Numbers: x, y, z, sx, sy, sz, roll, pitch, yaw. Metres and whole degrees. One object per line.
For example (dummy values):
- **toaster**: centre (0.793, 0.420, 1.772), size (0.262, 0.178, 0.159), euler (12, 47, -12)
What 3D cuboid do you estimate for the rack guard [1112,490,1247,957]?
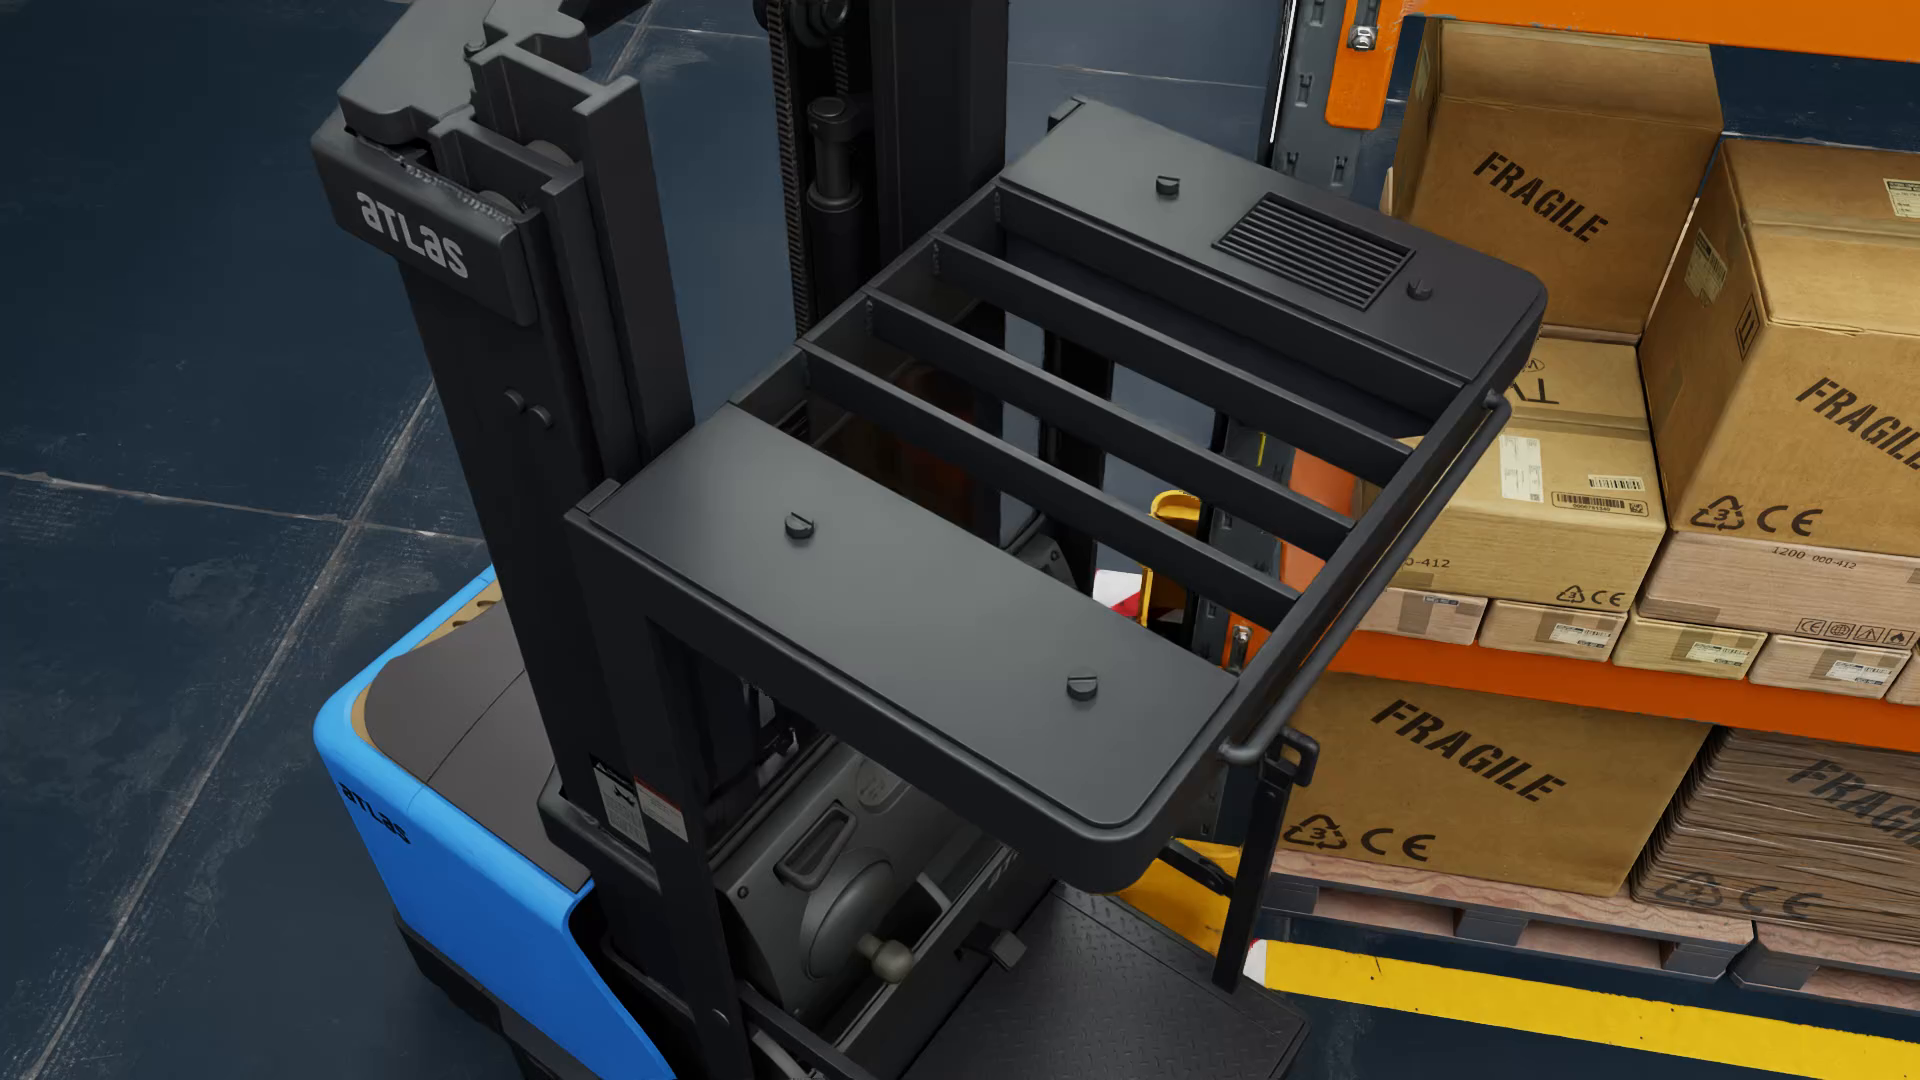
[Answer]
- **rack guard**: centre (0.616, 0.469, 4.492), size (0.348, 0.500, 1.175), euler (8, 49, 7)

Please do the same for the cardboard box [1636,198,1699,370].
- **cardboard box**: centre (1.663, -0.475, 3.561), size (0.500, 0.250, 0.500), euler (7, 48, 6)

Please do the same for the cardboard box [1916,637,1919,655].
- **cardboard box**: centre (2.071, -0.018, 3.150), size (0.500, 0.250, 0.500), euler (6, 48, 6)

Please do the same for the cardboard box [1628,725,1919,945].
- **cardboard box**: centre (2.180, 0.353, 4.062), size (0.875, 0.875, 0.875), euler (8, 49, 7)

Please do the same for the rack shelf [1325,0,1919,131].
- **rack shelf**: centre (2.608, -0.860, 2.474), size (4.000, 0.370, 1.077), euler (8, 49, 7)

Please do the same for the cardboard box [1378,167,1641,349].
- **cardboard box**: centre (1.164, -0.542, 3.622), size (0.500, 0.250, 0.500), euler (7, 48, 6)

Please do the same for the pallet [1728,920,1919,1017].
- **pallet**: centre (2.638, 0.781, 4.407), size (1.213, 0.211, 1.003), euler (8, 49, 7)

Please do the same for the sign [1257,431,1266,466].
- **sign**: centre (0.535, -0.273, 2.844), size (0.005, 0.325, 0.100), euler (8, 49, 7)

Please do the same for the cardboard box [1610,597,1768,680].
- **cardboard box**: centre (1.435, 0.076, 3.334), size (0.250, 0.149, 0.380), euler (7, 48, 6)

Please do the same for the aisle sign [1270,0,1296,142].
- **aisle sign**: centre (0.516, -1.022, 2.404), size (0.004, 0.787, 0.394), euler (8, 49, 7)

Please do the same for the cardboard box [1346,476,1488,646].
- **cardboard box**: centre (0.931, 0.010, 3.394), size (0.250, 0.149, 0.380), euler (8, 49, 7)

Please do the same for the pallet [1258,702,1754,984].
- **pallet**: centre (1.441, 0.618, 4.553), size (1.213, 0.211, 1.003), euler (8, 49, 7)

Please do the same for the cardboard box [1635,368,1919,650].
- **cardboard box**: centre (1.577, -0.087, 3.212), size (0.500, 0.250, 0.500), euler (7, 48, 6)

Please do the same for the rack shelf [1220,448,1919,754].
- **rack shelf**: centre (2.608, 0.142, 3.589), size (4.000, 0.370, 1.077), euler (8, 49, 7)

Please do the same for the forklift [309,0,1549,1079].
- **forklift**: centre (0.107, 0.467, 2.860), size (3.031, 2.935, 1.130), euler (29, 54, 23)

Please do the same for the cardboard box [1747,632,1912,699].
- **cardboard box**: centre (1.692, 0.110, 3.304), size (0.250, 0.149, 0.380), euler (7, 48, 6)

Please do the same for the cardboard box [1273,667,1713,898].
- **cardboard box**: centre (1.284, 0.233, 4.170), size (0.875, 0.875, 0.875), euler (8, 49, 7)

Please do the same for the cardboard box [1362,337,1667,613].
- **cardboard box**: centre (1.064, -0.151, 3.270), size (0.500, 0.250, 0.500), euler (7, 48, 6)

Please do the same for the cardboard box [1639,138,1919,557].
- **cardboard box**: centre (1.556, -0.335, 2.932), size (0.500, 0.500, 0.500), euler (7, 48, 6)

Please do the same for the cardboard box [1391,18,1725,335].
- **cardboard box**: centre (1.166, -0.791, 3.341), size (0.500, 0.500, 0.500), euler (8, 49, 7)

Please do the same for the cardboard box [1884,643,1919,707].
- **cardboard box**: centre (1.942, 0.144, 3.273), size (0.250, 0.149, 0.380), euler (7, 48, 6)

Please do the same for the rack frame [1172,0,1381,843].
- **rack frame**: centre (0.640, -0.363, 3.559), size (0.127, 3.000, 1.000), euler (8, 49, 7)

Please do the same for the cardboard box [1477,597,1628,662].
- **cardboard box**: centre (1.183, 0.043, 3.364), size (0.250, 0.149, 0.380), euler (7, 48, 6)
